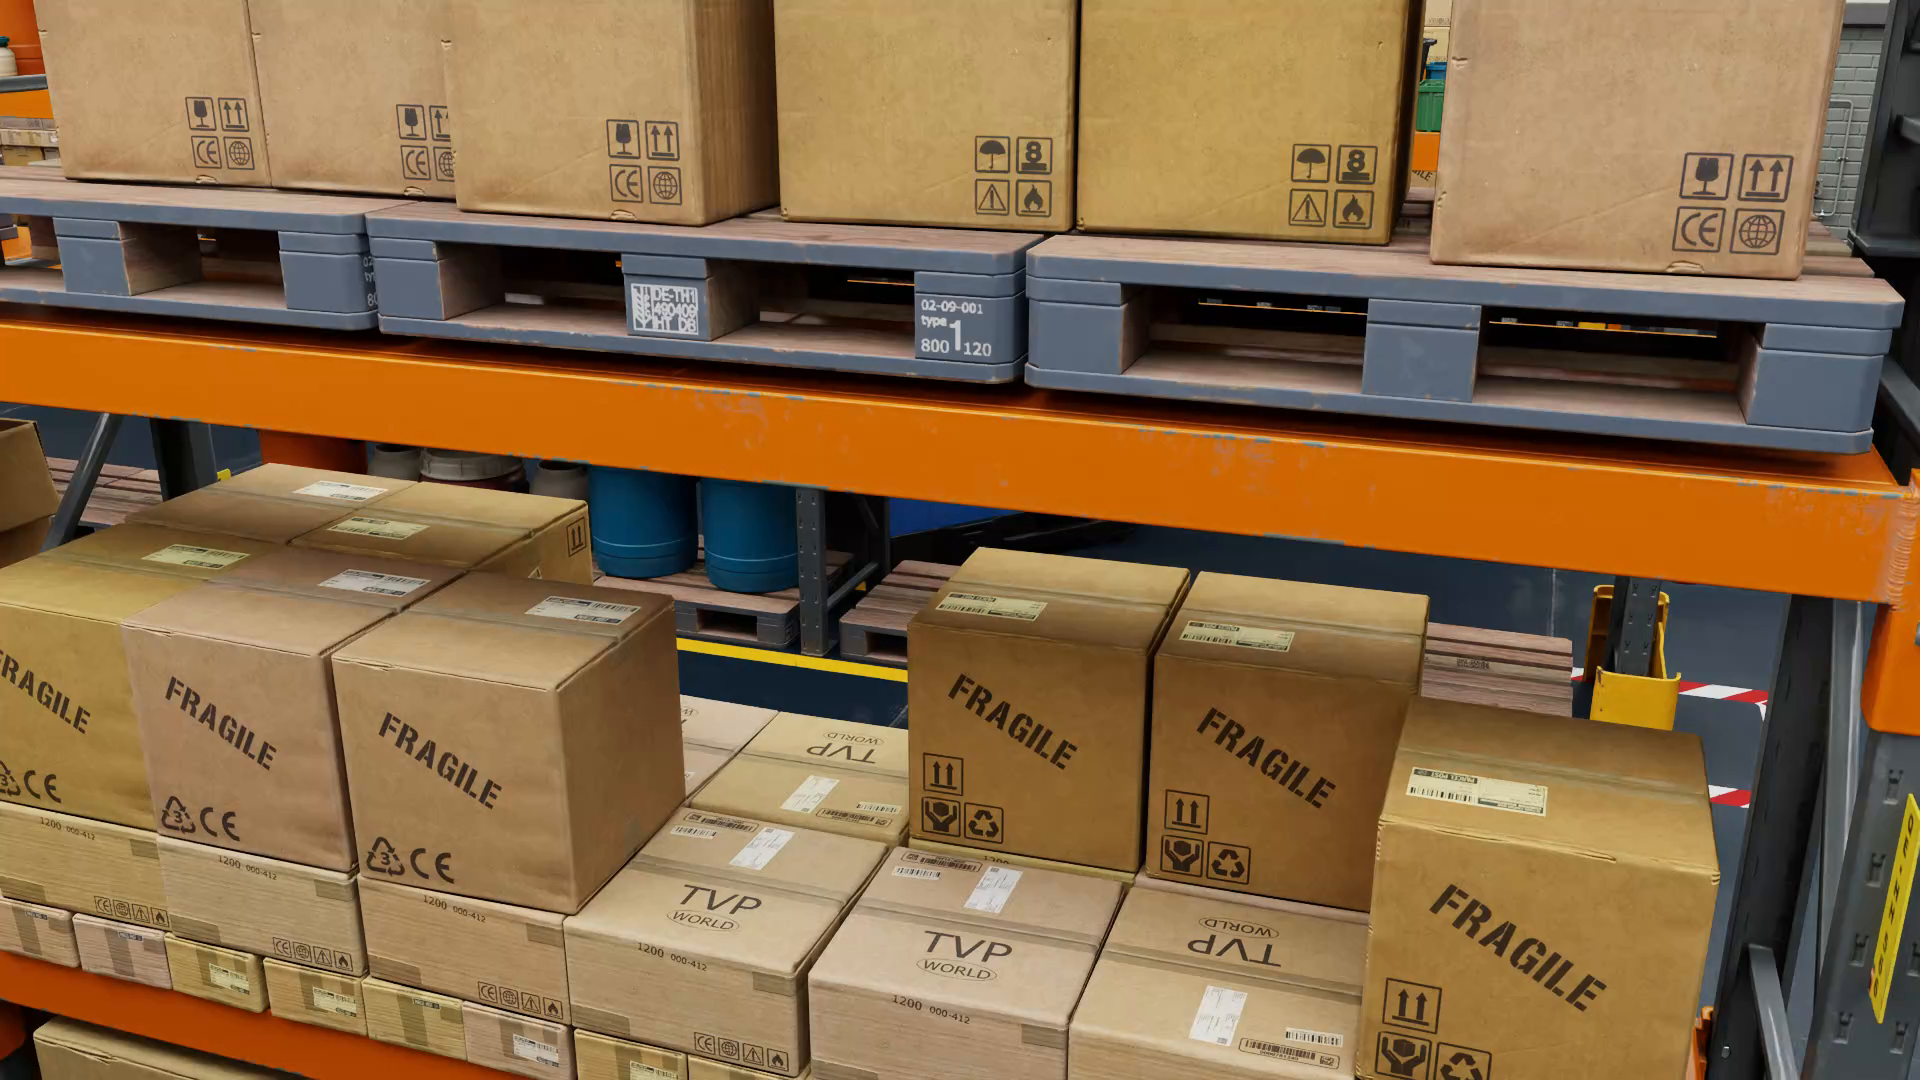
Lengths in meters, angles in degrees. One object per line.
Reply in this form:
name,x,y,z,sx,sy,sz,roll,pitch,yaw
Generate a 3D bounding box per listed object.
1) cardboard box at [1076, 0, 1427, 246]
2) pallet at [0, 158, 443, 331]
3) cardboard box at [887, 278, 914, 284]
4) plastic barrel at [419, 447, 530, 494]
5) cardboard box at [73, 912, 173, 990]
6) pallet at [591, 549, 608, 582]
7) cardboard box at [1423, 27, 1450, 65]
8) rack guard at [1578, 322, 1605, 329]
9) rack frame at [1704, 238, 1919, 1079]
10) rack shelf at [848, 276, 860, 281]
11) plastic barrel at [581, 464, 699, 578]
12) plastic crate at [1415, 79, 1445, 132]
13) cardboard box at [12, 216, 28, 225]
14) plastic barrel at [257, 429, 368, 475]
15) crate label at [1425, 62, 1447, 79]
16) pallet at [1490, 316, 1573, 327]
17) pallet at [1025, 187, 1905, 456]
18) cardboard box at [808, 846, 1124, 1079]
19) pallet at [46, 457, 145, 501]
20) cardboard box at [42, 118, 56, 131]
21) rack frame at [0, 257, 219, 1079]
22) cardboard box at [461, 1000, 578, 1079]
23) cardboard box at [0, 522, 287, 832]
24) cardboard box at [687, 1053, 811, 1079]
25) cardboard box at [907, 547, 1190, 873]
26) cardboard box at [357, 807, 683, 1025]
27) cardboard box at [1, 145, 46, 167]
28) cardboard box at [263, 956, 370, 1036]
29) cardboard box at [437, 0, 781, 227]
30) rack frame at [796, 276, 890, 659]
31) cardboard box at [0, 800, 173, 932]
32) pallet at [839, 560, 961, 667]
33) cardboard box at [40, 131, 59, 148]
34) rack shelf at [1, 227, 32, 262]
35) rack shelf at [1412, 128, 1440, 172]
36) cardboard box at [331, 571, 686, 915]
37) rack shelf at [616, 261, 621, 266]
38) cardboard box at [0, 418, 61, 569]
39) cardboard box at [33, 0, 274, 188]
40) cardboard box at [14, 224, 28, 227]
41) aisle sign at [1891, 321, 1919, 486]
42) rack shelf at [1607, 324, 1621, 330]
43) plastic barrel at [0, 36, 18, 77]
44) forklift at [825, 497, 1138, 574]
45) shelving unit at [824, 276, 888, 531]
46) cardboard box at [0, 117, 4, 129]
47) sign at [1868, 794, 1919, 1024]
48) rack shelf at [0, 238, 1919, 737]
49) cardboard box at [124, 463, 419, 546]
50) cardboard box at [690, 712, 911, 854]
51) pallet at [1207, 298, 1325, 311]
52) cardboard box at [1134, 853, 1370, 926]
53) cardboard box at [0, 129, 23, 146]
cardboard box,0.530,-0.827,2.892,0.500,0.500,0.700,6,20,16
pallet,-1.478,-0.695,3.591,1.213,0.211,1.003,7,20,18
cardboard box,-0.314,-2.109,14.060,0.500,0.250,0.500,7,20,18
plastic barrel,-2.866,-0.274,9.831,0.708,0.588,0.600,7,20,18
cardboard box,-1.829,0.870,3.904,0.250,0.149,0.380,6,20,16
pallet,-2.493,0.137,9.862,1.213,0.211,1.003,7,20,18
cardboard box,3.268,-3.486,11.691,0.500,0.250,0.500,7,20,18
rack guard,6.430,-2.417,16.752,0.348,0.500,1.175,7,20,18
rack frame,1.531,1.020,3.093,0.127,3.000,1.000,7,20,18
rack shelf,-0.702,-1.453,9.399,0.480,0.518,0.431,4,20,11
plastic barrel,-1.799,-0.300,9.430,0.708,0.901,0.600,7,20,18
plastic crate,2.131,-1.854,7.103,0.336,0.188,0.450,7,20,18
cardboard box,-9.724,-3.077,17.245,0.500,0.500,0.500,7,20,18
plastic barrel,-3.933,-0.510,10.142,0.708,0.830,0.600,7,20,18
crate label,2.391,-2.066,7.616,0.502,0.251,0.408,7,20,18
pallet,5.627,-2.346,16.985,1.213,0.211,1.003,7,20,18
pallet,0.827,-0.431,2.834,1.213,0.211,1.003,7,20,18
cardboard box,0.026,0.871,3.297,0.500,0.250,0.500,6,20,16
pallet,-6.268,-0.296,11.103,1.213,0.211,1.003,7,20,18
cardboard box,-8.393,-4.224,16.015,0.500,0.500,0.700,7,20,18
rack frame,-2.247,0.588,4.333,0.127,3.000,1.000,7,20,18
cardboard box,-0.853,0.982,3.584,0.250,0.149,0.380,7,20,19
cardboard box,-1.879,0.295,3.808,0.500,0.500,0.500,7,20,18
cardboard box,-0.357,1.037,3.425,0.250,0.149,0.380,7,20,19
cardboard box,0.203,0.352,3.645,0.500,0.500,0.500,6,20,17
cardboard box,-0.930,0.760,3.615,0.500,0.250,0.500,7,20,19
cardboard box,-8.927,-3.670,16.396,0.500,0.500,0.700,7,20,18
cardboard box,-1.331,0.926,3.743,0.250,0.149,0.380,6,20,17
cardboard box,-0.535,-0.895,3.089,0.500,0.500,0.700,7,21,20
rack frame,-0.622,-0.952,8.750,0.127,3.000,1.000,7,20,18
cardboard box,-1.889,0.650,3.929,0.500,0.250,0.500,6,20,17
pallet,0.085,0.432,9.016,1.213,0.211,1.003,7,20,18
cardboard box,-8.577,-3.866,15.972,0.250,0.149,0.380,7,20,19
rack shelf,-4.137,-0.705,4.577,4.000,0.370,1.077,7,20,18
rack shelf,1.267,-1.813,7.755,4.000,0.370,1.077,7,20,18
cardboard box,-0.923,0.406,3.492,0.500,0.500,0.500,6,20,16
rack shelf,-0.882,-2.368,13.906,4.000,0.370,1.077,7,20,18
cardboard box,-2.853,0.001,4.342,0.637,0.503,0.797,6,20,17
cardboard box,-1.488,-1.055,3.548,0.500,0.500,0.700,5,20,15
cardboard box,-9.422,-2.862,16.628,0.500,0.500,0.500,7,20,18
aisle sign,1.698,-0.293,2.910,0.004,0.787,0.394,7,20,18
rack shelf,2.896,-1.936,12.666,4.000,0.370,1.077,7,20,18
plastic barrel,-5.678,-2.800,9.705,0.301,0.262,0.301,0,19,0
forklift,0.539,-1.491,10.400,3.031,2.935,1.130,-11,22,-29
shelving unit,-0.705,-0.805,9.626,0.503,2.100,0.431,4,20,11
cardboard box,-9.343,-4.333,16.326,0.500,0.500,0.700,6,20,17
sign,1.340,0.529,2.384,0.005,0.325,0.100,7,20,18
rack shelf,-0.358,-0.273,3.337,4.000,0.370,1.077,7,20,18
cardboard box,-1.725,0.131,4.281,0.500,0.500,0.500,7,20,20
cardboard box,-0.295,0.650,3.929,0.500,0.250,0.500,6,20,17
pallet,3.322,-2.609,17.741,1.213,0.211,1.003,7,20,18
cardboard box,0.673,0.760,3.613,0.500,0.250,0.500,6,20,17
cardboard box,-9.053,-3.921,16.131,0.250,0.149,0.380,6,20,16
